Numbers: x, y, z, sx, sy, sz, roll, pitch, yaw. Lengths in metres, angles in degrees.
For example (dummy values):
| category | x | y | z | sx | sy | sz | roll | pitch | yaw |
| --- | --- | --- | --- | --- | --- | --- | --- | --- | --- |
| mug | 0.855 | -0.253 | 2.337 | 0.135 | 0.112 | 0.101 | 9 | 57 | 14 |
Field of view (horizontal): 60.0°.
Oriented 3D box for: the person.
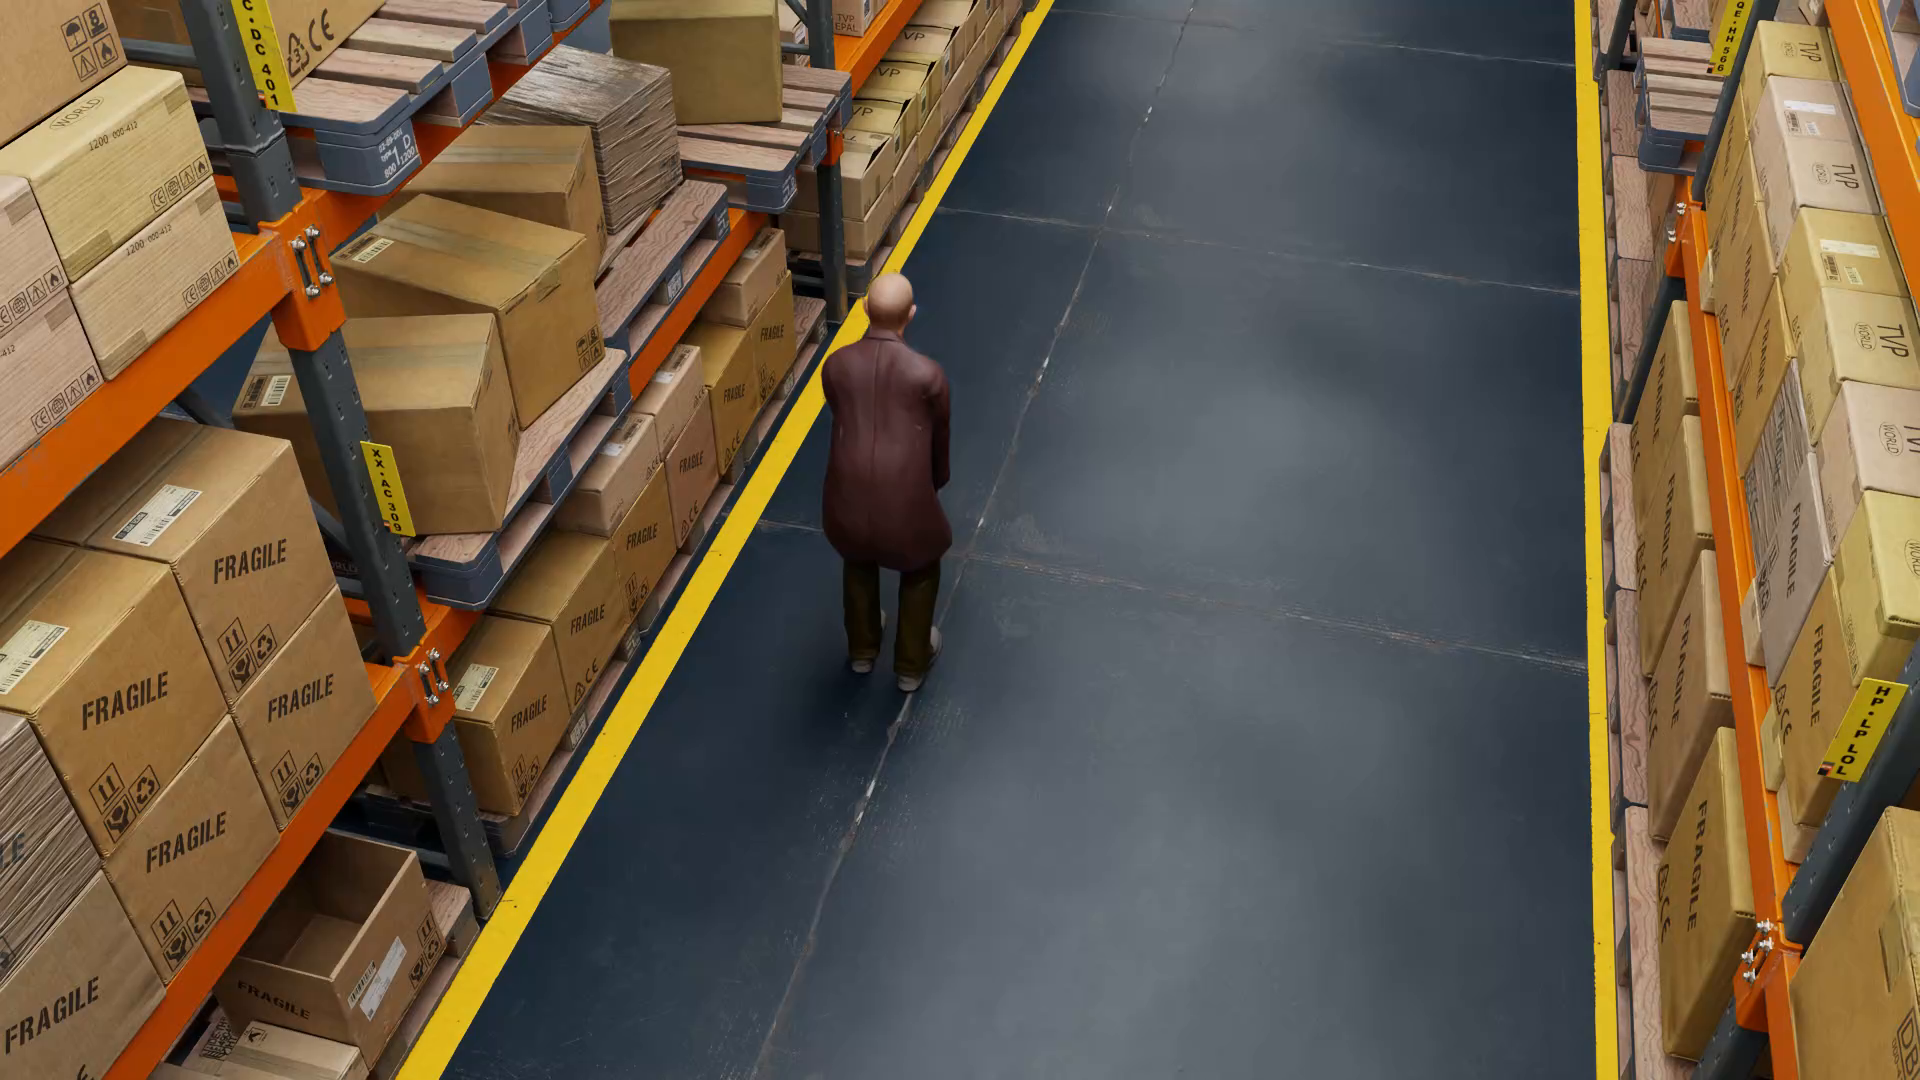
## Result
| category | x | y | z | sx | sy | sz | roll | pitch | yaw |
| --- | --- | --- | --- | --- | --- | --- | --- | --- | --- |
| person | -0.266 | -0.208 | 6.465 | 0.530 | 1.717 | 0.613 | 9 | 41 | 11 |
